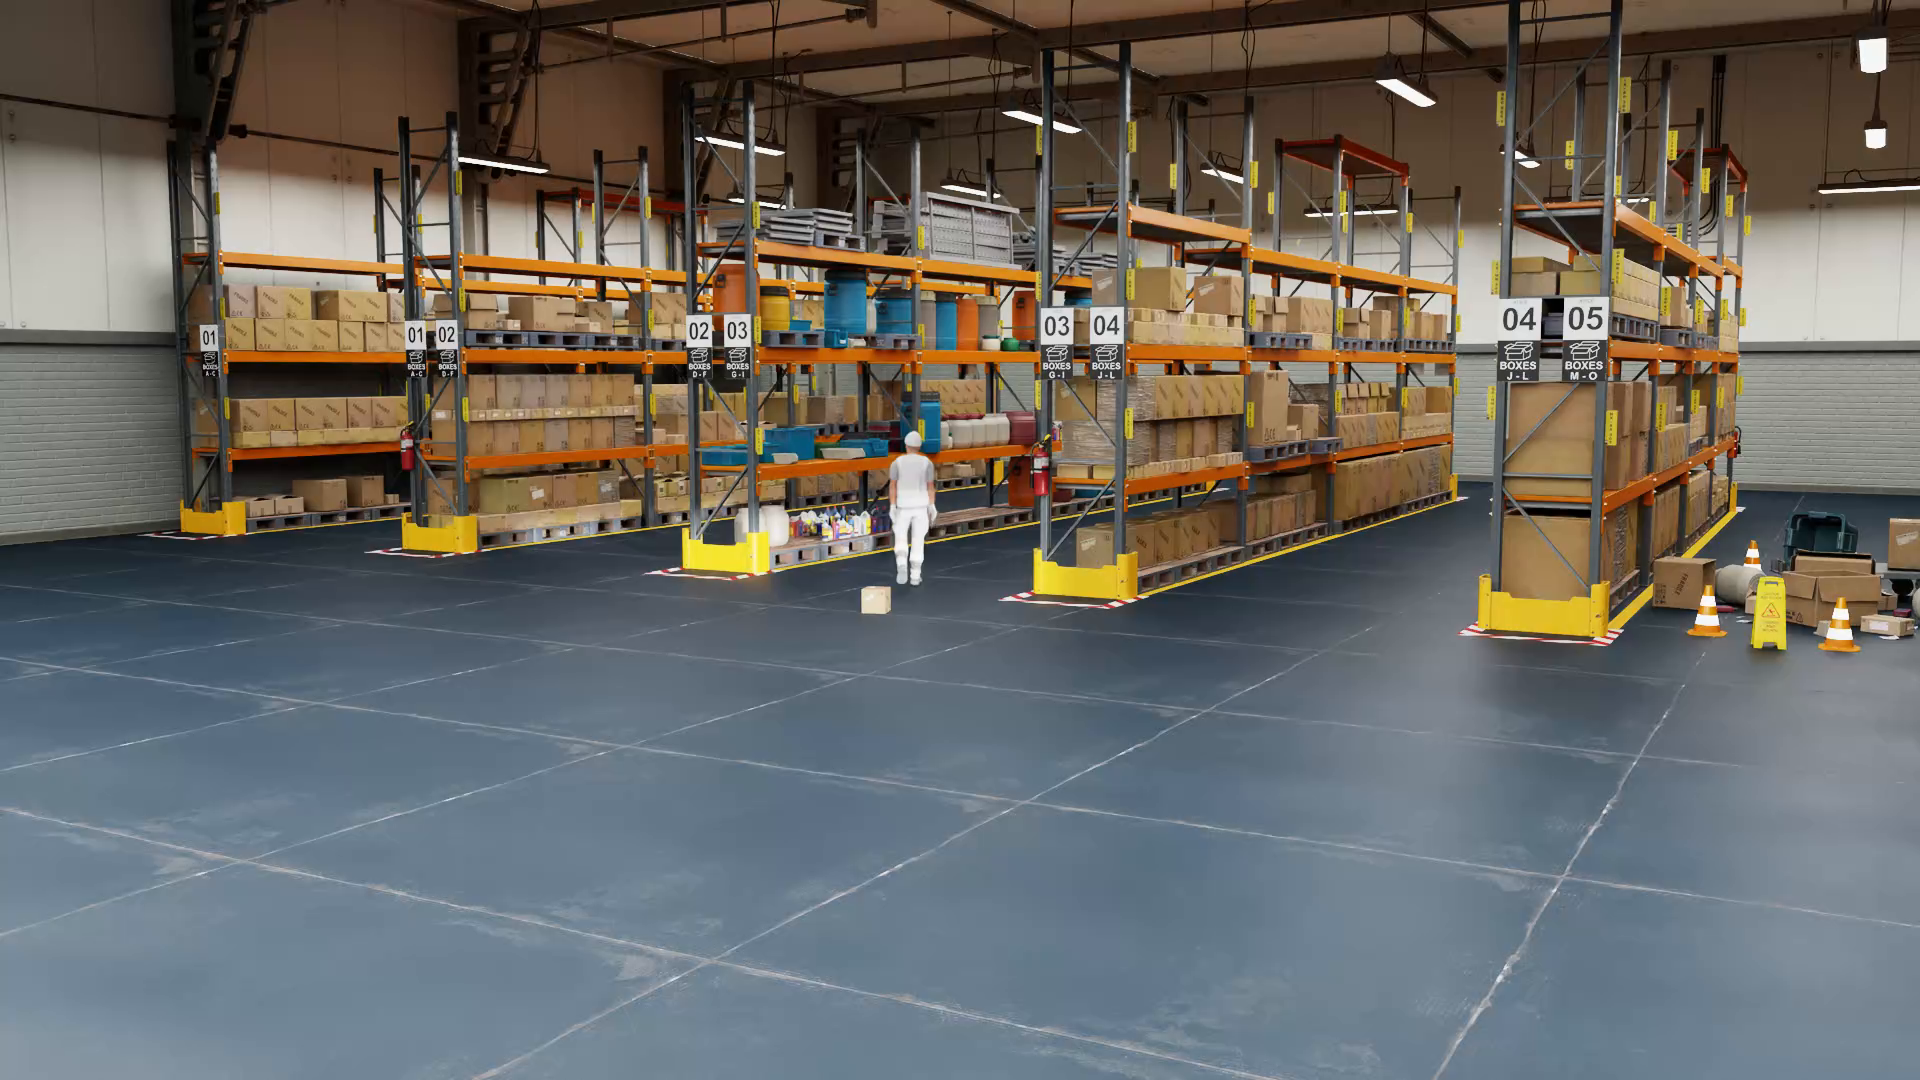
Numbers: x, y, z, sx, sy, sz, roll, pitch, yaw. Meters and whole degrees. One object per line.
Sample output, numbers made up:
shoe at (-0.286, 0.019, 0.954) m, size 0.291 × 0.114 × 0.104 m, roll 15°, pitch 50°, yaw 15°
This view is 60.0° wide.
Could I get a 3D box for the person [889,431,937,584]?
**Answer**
person at (-0.550, -0.377, 19.440) m, size 0.552 × 1.790 × 0.455 m, roll 0°, pitch 6°, yaw 0°
